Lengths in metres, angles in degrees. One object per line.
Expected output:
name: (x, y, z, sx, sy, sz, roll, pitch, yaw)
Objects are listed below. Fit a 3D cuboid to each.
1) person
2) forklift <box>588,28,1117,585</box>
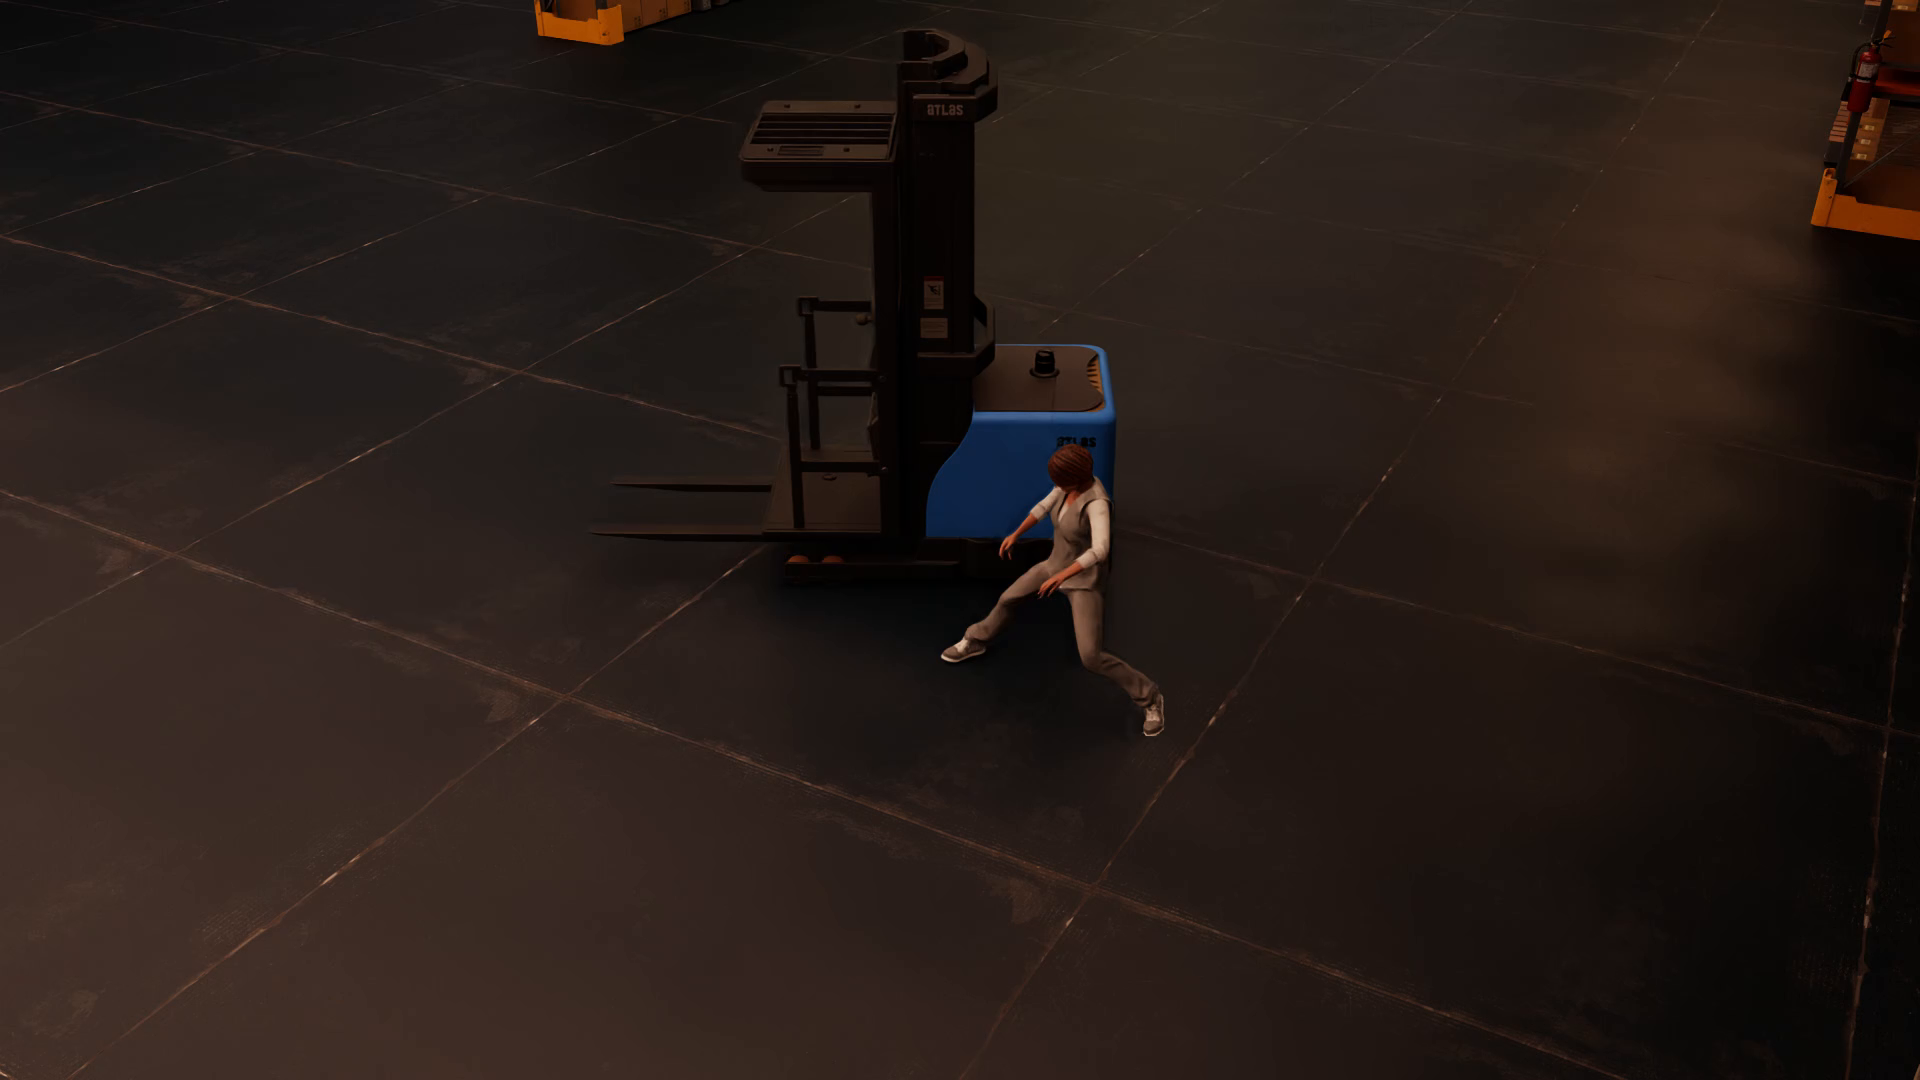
person: (0.484, 0.200, 8.281, 0.867, 1.410, 1.073, -12, 32, -20)
forklift: (-0.635, -1.275, 9.280, 3.031, 2.935, 1.130, 0, 30, 1)
